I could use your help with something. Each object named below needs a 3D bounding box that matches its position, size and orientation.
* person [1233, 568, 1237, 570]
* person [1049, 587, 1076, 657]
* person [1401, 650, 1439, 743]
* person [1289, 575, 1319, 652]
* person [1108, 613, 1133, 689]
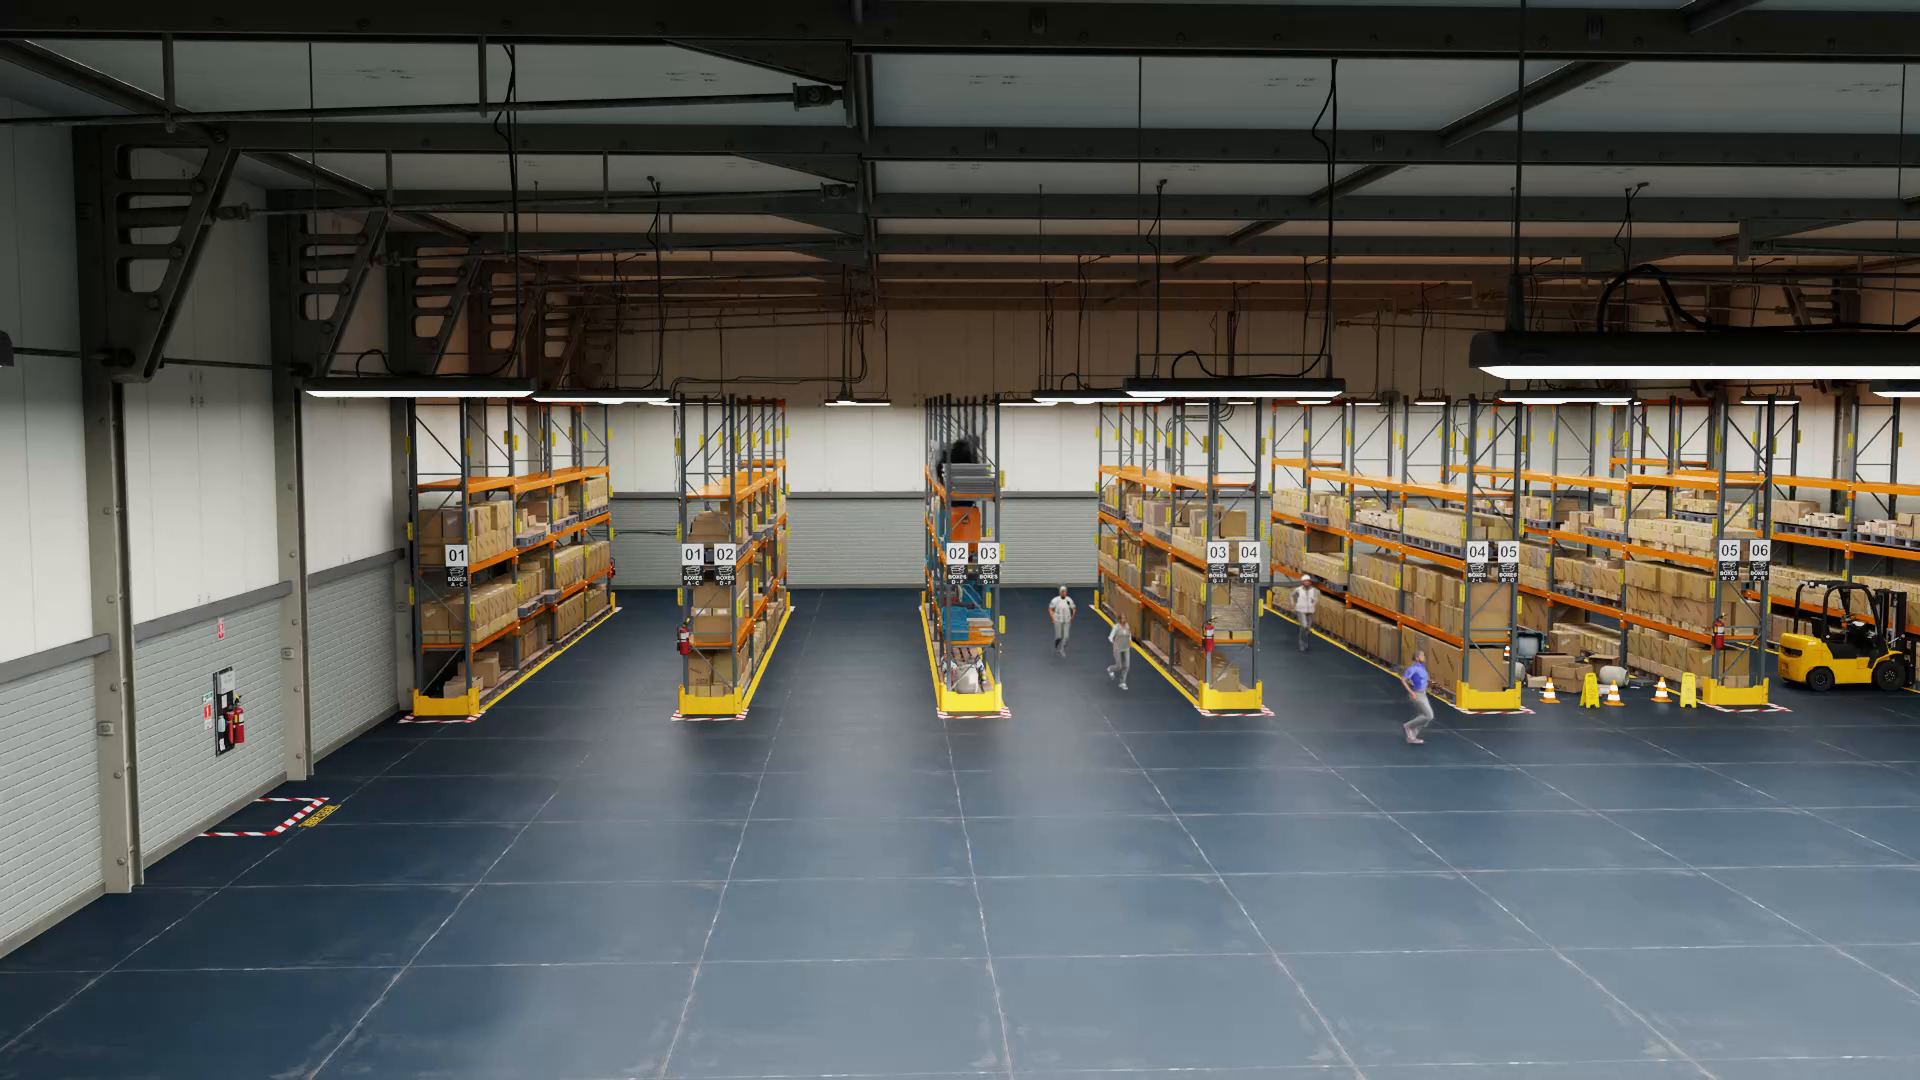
[{"bbox_3d":[7.557,1.151,47.623,0.714,1.625,0.570,3,6,37],"label":"person"},{"bbox_3d":[2.377,1.889,38.310,0.618,1.635,0.531,-1,5,-8],"label":"person"},{"bbox_3d":[7.869,2.677,28.335,0.559,1.608,0.572,3,5,33],"label":"person"},{"bbox_3d":[8.175,1.734,39.372,0.624,1.831,0.752,-1,5,-10],"label":"person"},{"bbox_3d":[3.287,2.258,34.148,0.524,1.565,0.688,-2,5,-19],"label":"person"}]
